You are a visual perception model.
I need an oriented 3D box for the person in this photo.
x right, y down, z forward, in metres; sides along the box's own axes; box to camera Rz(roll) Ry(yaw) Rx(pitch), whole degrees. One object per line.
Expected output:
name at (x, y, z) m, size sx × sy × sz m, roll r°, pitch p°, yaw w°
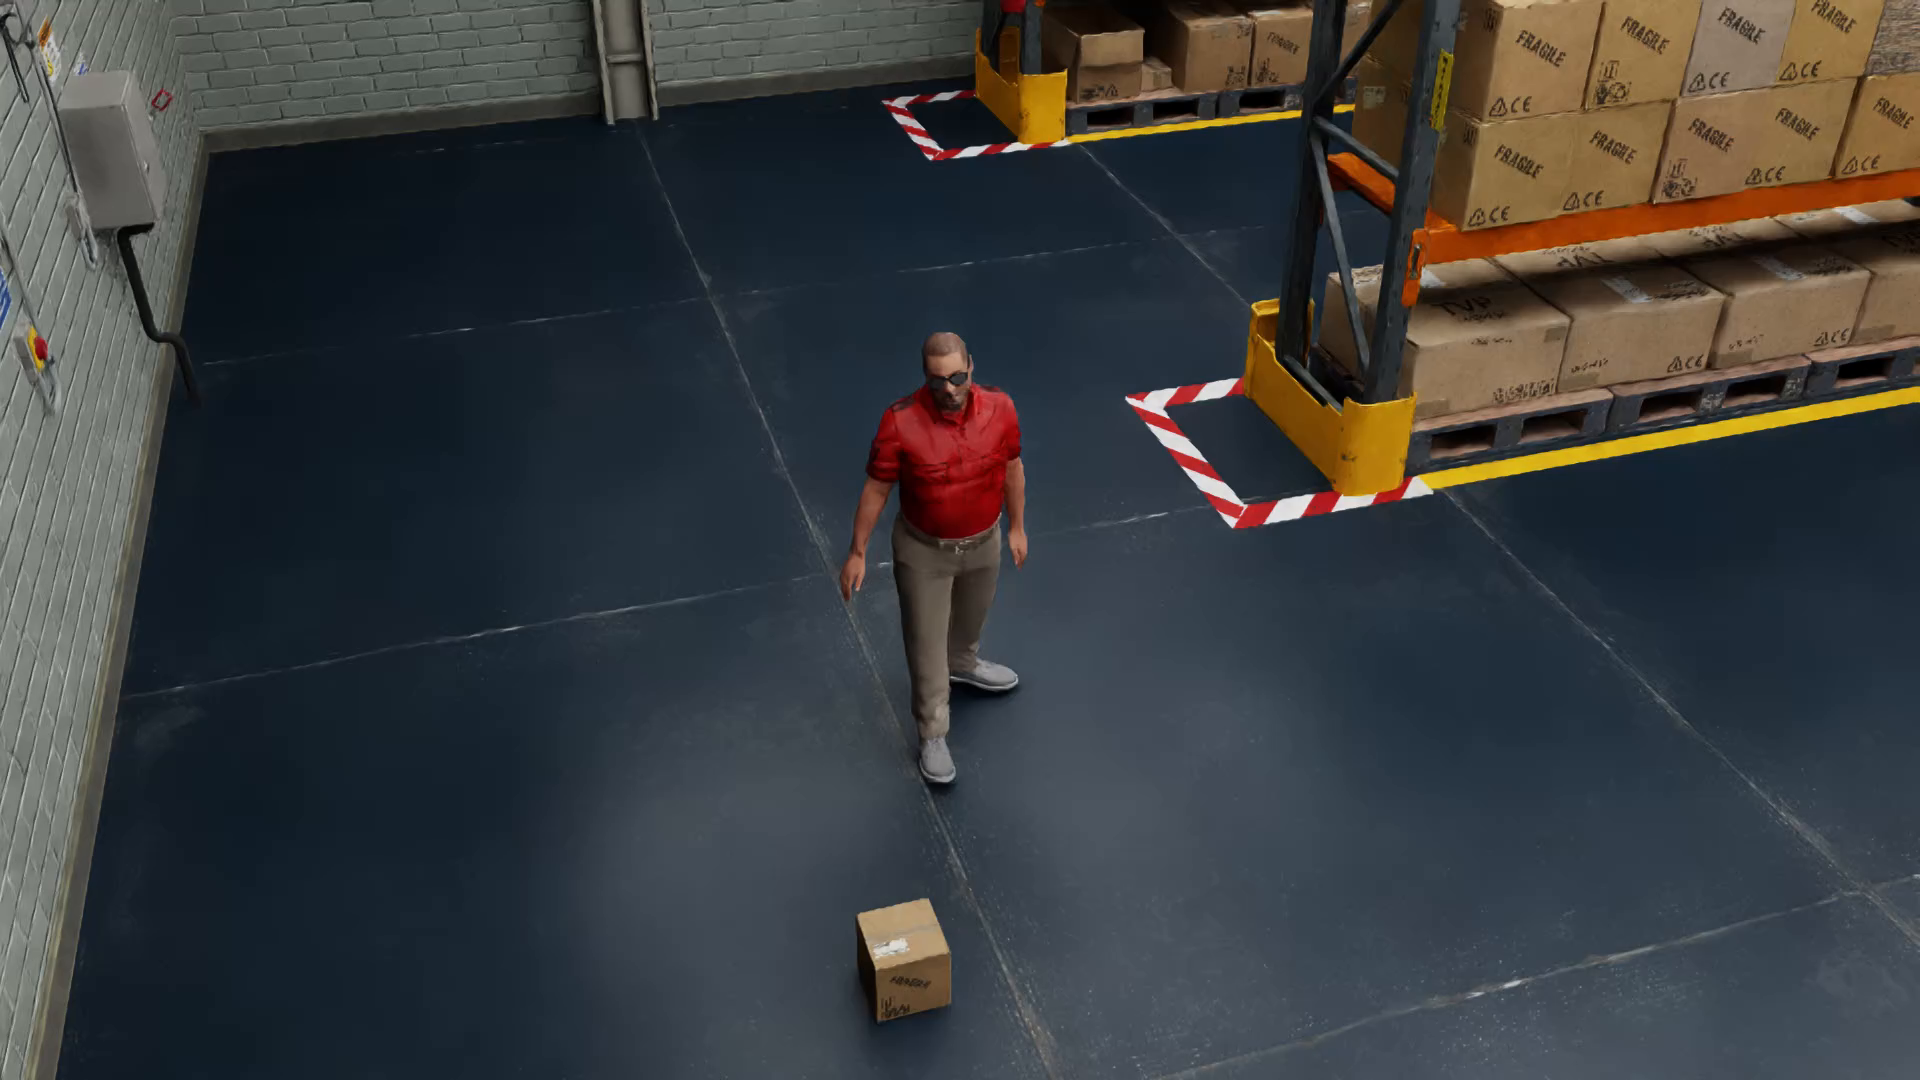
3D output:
person at (-0.061, 0.032, 6.092) m, size 0.775 × 1.715 × 0.652 m, roll -15°, pitch 37°, yaw -21°
